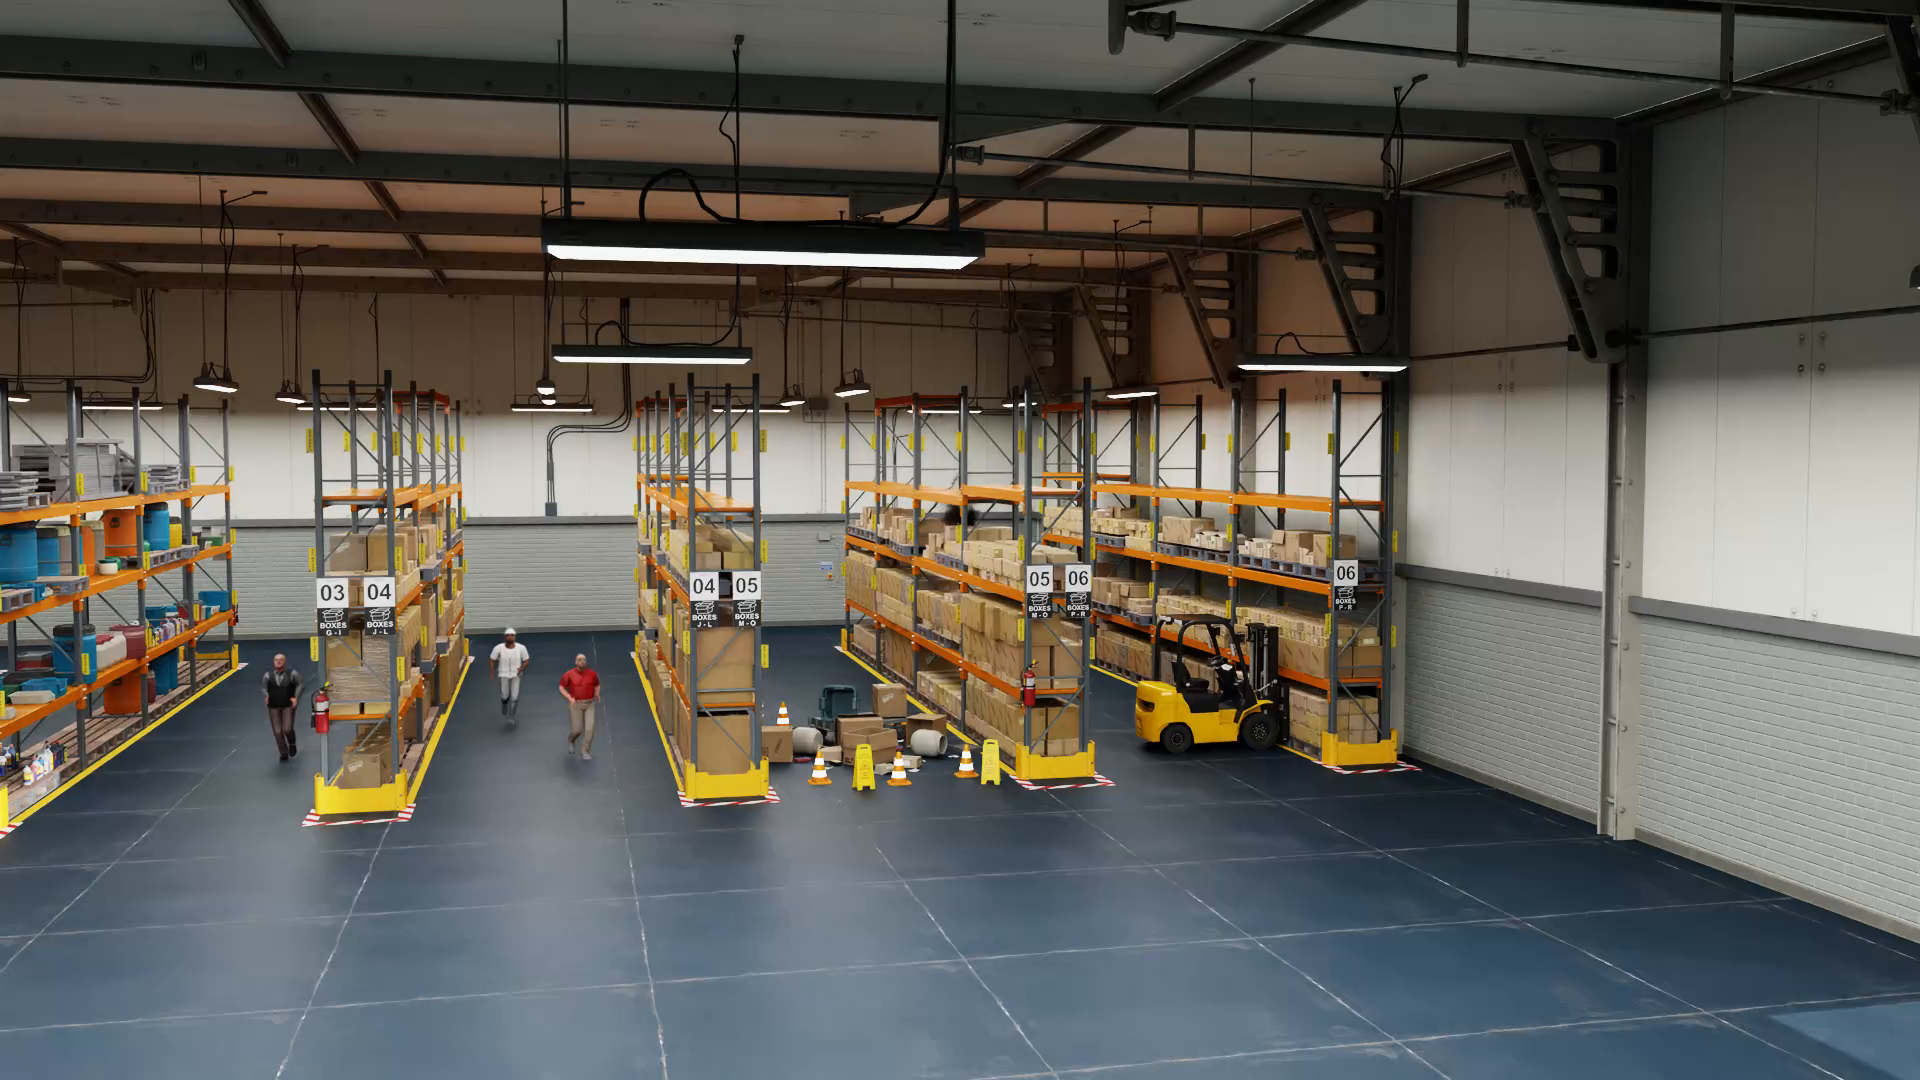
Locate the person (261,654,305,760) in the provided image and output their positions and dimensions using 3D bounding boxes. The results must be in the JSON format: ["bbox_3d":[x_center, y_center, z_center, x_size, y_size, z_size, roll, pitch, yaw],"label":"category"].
[{"bbox_3d":[-10.690,2.641,26.199,0.635,1.676,0.564,-1,3,-10],"label":"person"}]

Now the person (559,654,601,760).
[{"bbox_3d":[-5.999,2.638,26.386,0.660,1.674,0.626,-2,4,-30],"label":"person"}]

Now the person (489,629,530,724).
[{"bbox_3d":[-8.050,2.435,29.760,0.704,1.709,0.567,-1,3,-19],"label":"person"}]
